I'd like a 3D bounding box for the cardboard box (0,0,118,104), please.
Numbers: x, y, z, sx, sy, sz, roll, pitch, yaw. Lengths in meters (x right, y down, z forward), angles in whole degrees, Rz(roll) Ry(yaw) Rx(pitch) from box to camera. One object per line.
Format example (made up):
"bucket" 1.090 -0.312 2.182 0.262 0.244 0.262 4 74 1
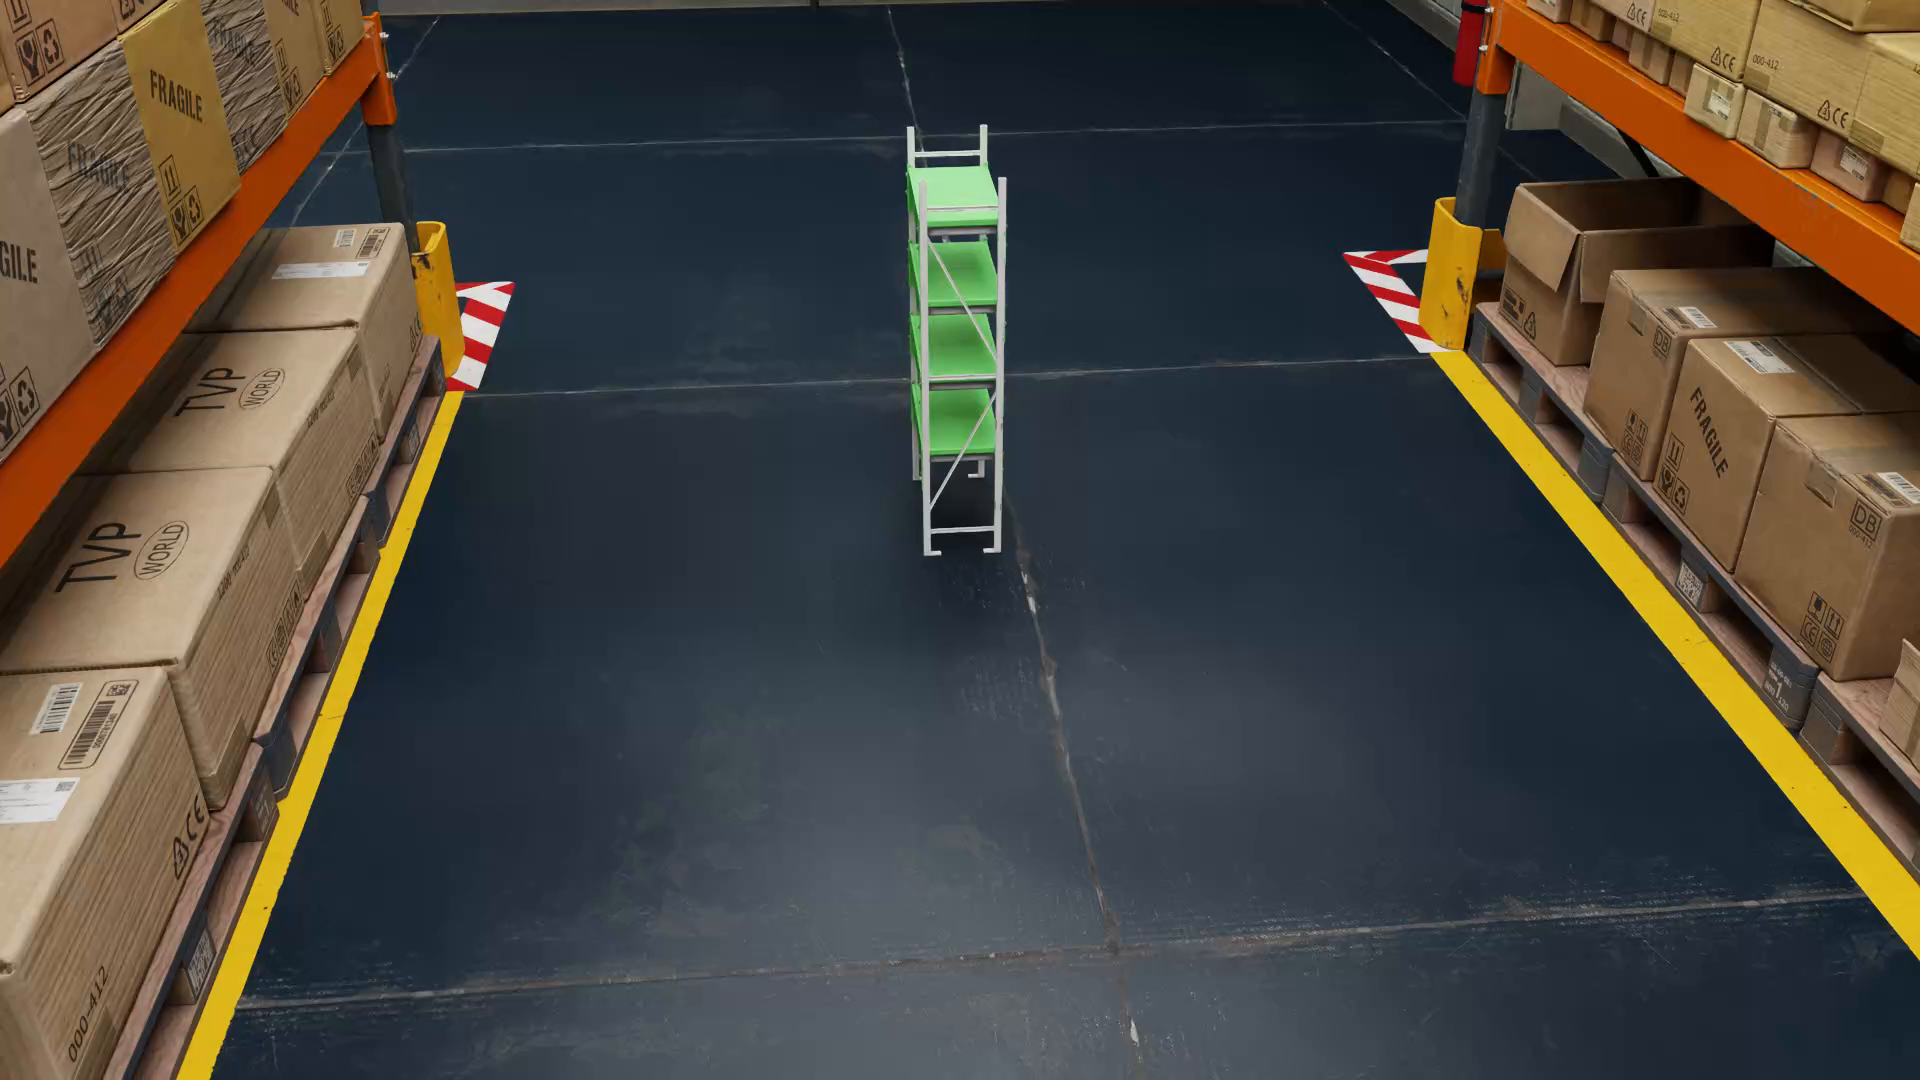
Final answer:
"cardboard box" -2.011 -1.144 3.168 0.500 0.500 0.500 -2 31 -4

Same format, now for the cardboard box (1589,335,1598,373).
"cardboard box" 2.402 -0.600 5.699 0.380 0.149 0.250 -4 31 -7

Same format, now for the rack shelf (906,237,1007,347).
"rack shelf" -0.016 -0.751 4.994 0.258 0.148 0.480 -3 31 -5

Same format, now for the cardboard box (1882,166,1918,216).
"cardboard box" 2.474 -0.844 3.983 0.380 0.149 0.250 -2 31 -4

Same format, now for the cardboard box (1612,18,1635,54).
"cardboard box" 2.324 -1.630 5.299 0.380 0.149 0.250 -3 31 -5

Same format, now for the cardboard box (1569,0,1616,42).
"cardboard box" 2.265 -1.762 5.520 0.380 0.149 0.250 -2 31 -3

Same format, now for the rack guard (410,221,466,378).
"rack guard" -2.506 -0.878 6.233 1.175 0.500 0.348 -3 31 -5

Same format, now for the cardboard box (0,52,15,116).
"cardboard box" -1.974 -0.882 2.729 0.500 0.500 0.500 -3 31 -5

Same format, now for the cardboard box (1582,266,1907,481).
"cardboard box" 2.442 -0.531 5.242 0.700 0.500 0.500 -2 31 -3

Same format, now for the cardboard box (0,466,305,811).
"cardboard box" -2.166 0.240 4.012 0.875 0.438 0.875 -4 31 -6

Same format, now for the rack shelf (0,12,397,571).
"rack shelf" -2.317 -0.609 4.046 1.077 0.370 4.000 -3 31 -5

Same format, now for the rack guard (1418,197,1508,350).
"rack guard" 2.445 -1.067 6.549 1.175 0.500 0.348 -3 31 -5

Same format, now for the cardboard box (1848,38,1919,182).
"cardboard box" 2.426 -0.959 3.786 0.500 0.250 0.500 -3 31 -5

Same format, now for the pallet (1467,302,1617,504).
"pallet" 2.520 -0.536 5.941 1.003 0.211 1.213 -3 31 -5

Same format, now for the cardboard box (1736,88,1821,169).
"cardboard box" 2.311 -1.096 4.406 0.380 0.149 0.250 -2 31 -3

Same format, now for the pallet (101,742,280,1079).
"pallet" -2.123 0.908 3.524 1.003 0.211 1.213 -3 31 -5

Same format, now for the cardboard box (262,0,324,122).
"cardboard box" -2.163 -1.492 4.724 0.500 0.500 0.500 -3 31 -6

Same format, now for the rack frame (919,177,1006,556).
"rack frame" 0.007 -0.475 4.875 0.240 1.200 0.015 -3 31 -5

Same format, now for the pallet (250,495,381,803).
"pallet" -2.240 0.284 4.569 1.003 0.211 1.213 -3 31 -5

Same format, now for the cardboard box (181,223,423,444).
"cardboard box" -2.343 -0.687 5.565 0.875 0.438 0.875 -4 31 -6

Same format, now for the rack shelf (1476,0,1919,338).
"rack shelf" 2.625 -0.849 4.448 1.077 0.370 4.000 -3 31 -5

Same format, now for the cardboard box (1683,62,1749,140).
"cardboard box" 2.266 -1.230 4.629 0.380 0.149 0.250 -4 31 -6

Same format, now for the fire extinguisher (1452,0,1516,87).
"fire extinguisher" 1.964 -2.039 6.177 0.296 0.674 0.183 -3 31 -5

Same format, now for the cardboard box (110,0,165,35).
"cardboard box" -2.056 -1.402 3.599 0.500 0.500 0.500 -3 31 -5

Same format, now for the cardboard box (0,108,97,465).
"cardboard box" -1.956 -0.449 2.979 0.500 0.500 0.500 -3 31 -4

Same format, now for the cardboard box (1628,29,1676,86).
"cardboard box" 2.287 -1.498 5.078 0.380 0.149 0.250 -2 31 -3

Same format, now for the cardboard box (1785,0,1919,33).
"cardboard box" 2.352 -1.554 4.051 0.500 0.500 0.500 -2 31 -3

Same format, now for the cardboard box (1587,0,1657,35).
"cardboard box" 2.259 -1.740 5.095 0.500 0.250 0.500 -2 31 -4

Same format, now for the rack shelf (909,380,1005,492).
"rack shelf" -0.015 -0.339 5.240 0.258 0.148 0.480 -3 31 -5

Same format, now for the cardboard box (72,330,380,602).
"cardboard box" -2.249 -0.220 4.783 0.875 0.438 0.875 -2 31 -3

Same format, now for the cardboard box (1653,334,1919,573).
"cardboard box" 2.392 -0.256 4.782 0.500 0.500 0.500 -2 31 -4

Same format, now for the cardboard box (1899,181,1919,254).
"cardboard box" 2.387 -0.707 3.754 0.380 0.149 0.250 -3 31 -5

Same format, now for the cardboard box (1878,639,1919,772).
"cardboard box" 2.434 0.404 3.905 0.396 0.266 0.258 -2 31 -3

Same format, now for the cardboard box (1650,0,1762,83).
"cardboard box" 2.310 -1.482 4.662 0.500 0.250 0.500 -3 31 -6

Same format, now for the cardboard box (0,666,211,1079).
"cardboard box" -2.082 0.697 3.247 0.875 0.438 0.875 -3 31 -5

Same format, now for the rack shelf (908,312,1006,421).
"rack shelf" -0.015 -0.545 5.117 0.258 0.148 0.480 -3 31 -5

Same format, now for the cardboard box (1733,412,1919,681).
"cardboard box" 2.539 -0.001 4.354 0.700 0.500 0.500 -4 31 -6

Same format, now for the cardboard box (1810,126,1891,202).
"cardboard box" 2.404 -0.968 4.191 0.380 0.149 0.250 -3 31 -5

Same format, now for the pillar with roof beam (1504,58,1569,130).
"pillar with roof beam" -1.203 -5.968 6.466 9.100 9.000 0.400 -3 31 -5

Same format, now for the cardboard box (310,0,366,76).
"cardboard box" -2.195 -1.748 5.155 0.500 0.500 0.500 -3 31 -4

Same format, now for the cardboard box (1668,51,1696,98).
"cardboard box" 2.317 -1.363 4.851 0.380 0.149 0.250 -2 31 -4

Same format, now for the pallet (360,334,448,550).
"pallet" -2.351 -0.337 5.609 1.003 0.211 1.213 -3 31 -5

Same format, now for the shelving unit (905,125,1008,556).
"shelving unit" -0.015 -0.600 5.084 0.258 1.200 0.503 -3 31 -5

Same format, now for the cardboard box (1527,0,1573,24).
"cardboard box" 2.195 -1.890 5.734 0.380 0.149 0.250 -3 31 -5

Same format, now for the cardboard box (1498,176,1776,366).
"cardboard box" 2.401 -0.971 5.975 0.797 0.503 0.637 -4 31 -7

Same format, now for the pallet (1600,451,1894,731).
"pallet" 2.631 0.086 4.901 1.003 0.211 1.213 -3 31 -5

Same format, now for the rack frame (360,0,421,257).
"rack frame" -2.504 -1.939 5.571 1.000 3.000 0.127 -3 31 -5

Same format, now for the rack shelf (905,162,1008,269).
"rack shelf" -0.016 -0.957 4.870 0.258 0.148 0.480 -3 31 -5

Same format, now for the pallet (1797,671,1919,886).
"pallet" 2.748 0.710 3.856 1.003 0.211 1.213 -3 31 -5

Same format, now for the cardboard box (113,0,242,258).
"cardboard box" -2.044 -0.966 3.845 0.500 0.500 0.500 -2 31 -3

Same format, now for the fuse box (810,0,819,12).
"fuse box" -0.949 -4.290 10.763 0.539 1.711 0.414 -3 31 -5

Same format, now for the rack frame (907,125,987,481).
"rack frame" -0.038 -0.724 5.292 0.240 1.200 0.015 -3 31 -5

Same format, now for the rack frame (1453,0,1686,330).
"rack frame" 2.438 -2.179 5.973 1.000 3.000 0.127 -3 31 -5

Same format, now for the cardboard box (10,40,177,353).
"cardboard box" -1.996 -0.703 3.405 0.500 0.500 0.500 -3 31 -4

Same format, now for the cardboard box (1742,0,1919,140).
"cardboard box" 2.379 -1.222 4.226 0.500 0.250 0.500 -4 31 -6

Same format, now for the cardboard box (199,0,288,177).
"cardboard box" -2.106 -1.229 4.286 0.500 0.500 0.500 -2 31 -3
